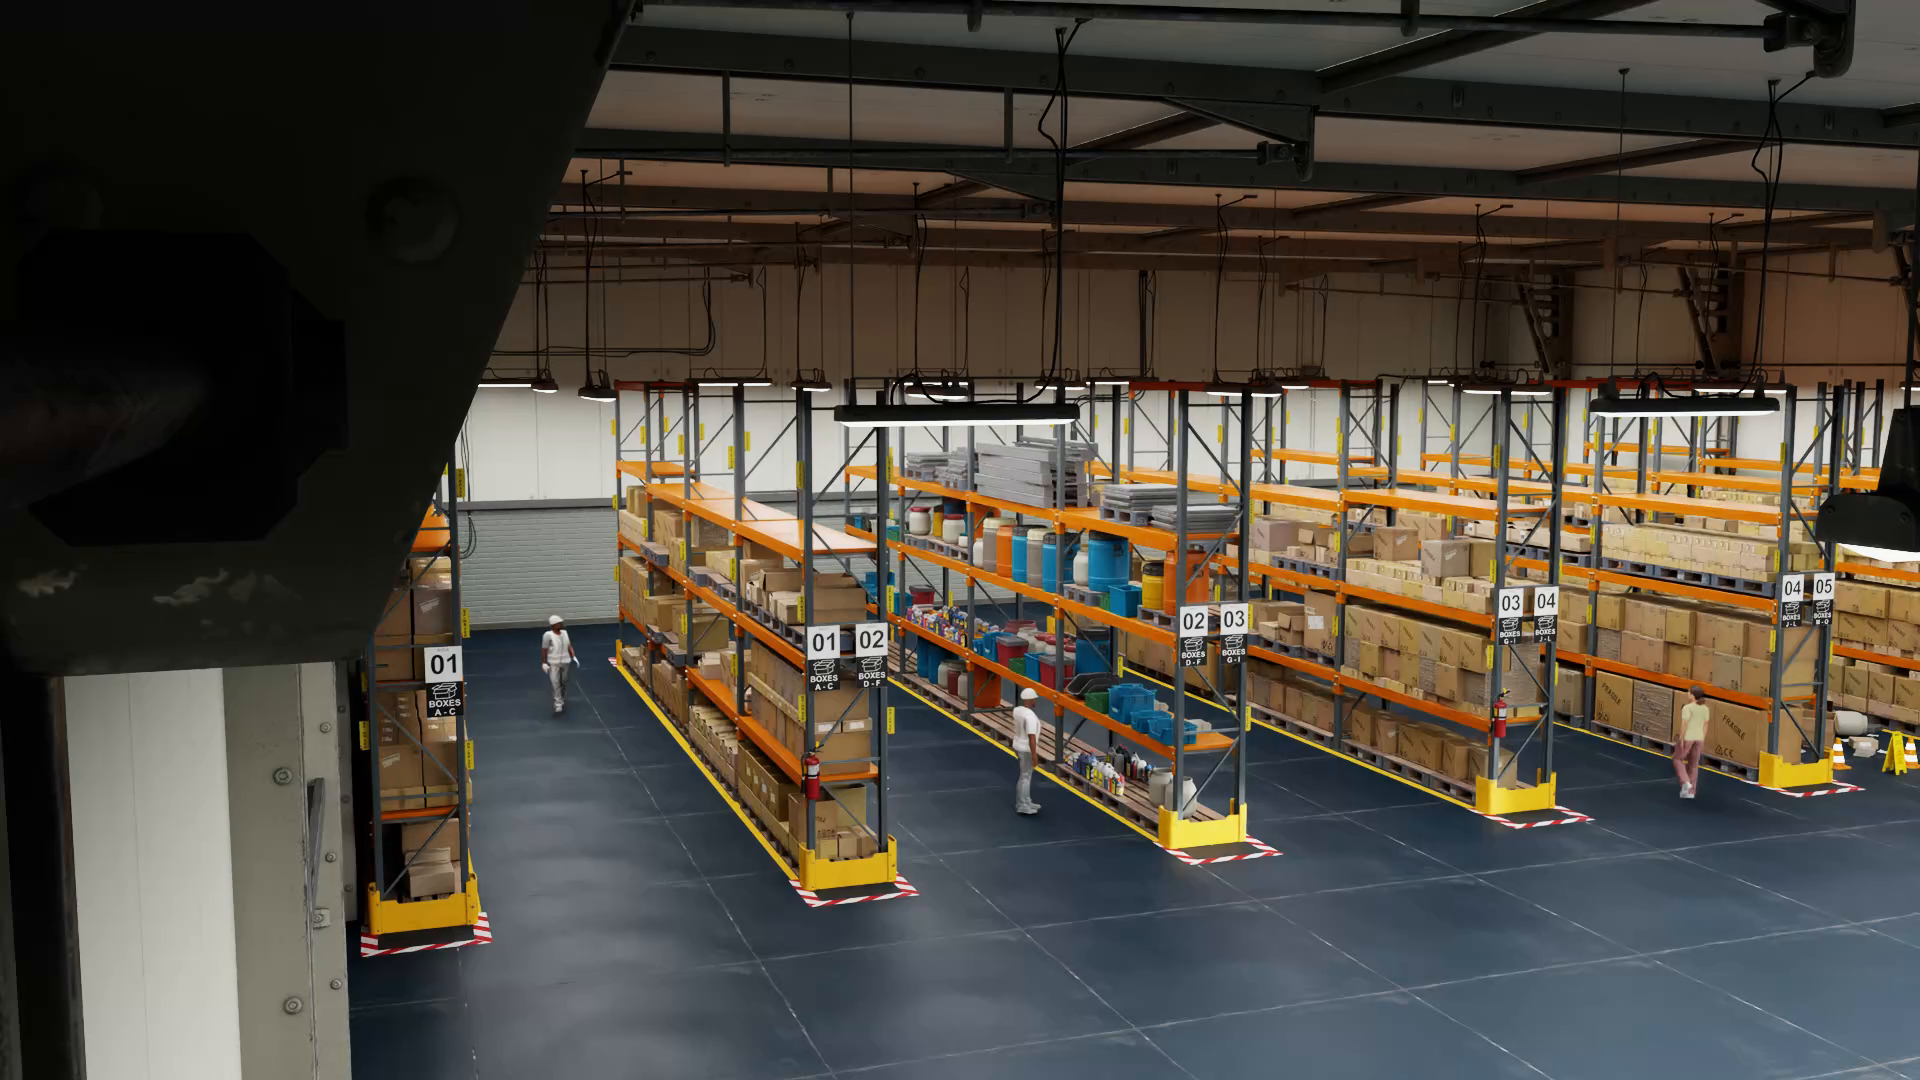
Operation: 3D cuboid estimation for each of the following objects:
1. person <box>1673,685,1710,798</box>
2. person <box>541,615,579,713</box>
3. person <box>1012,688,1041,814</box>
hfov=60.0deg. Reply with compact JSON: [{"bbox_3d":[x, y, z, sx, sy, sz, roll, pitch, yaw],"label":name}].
[{"bbox_3d":[10.659,2.934,24.167,0.445,1.664,0.485,1,6,8],"label":"person"},{"bbox_3d":[-7.291,2.240,30.340,0.662,1.728,1.050,-2,7,-22],"label":"person"},{"bbox_3d":[0.987,2.971,23.480,0.453,1.781,0.602,-2,6,-16],"label":"person"}]
